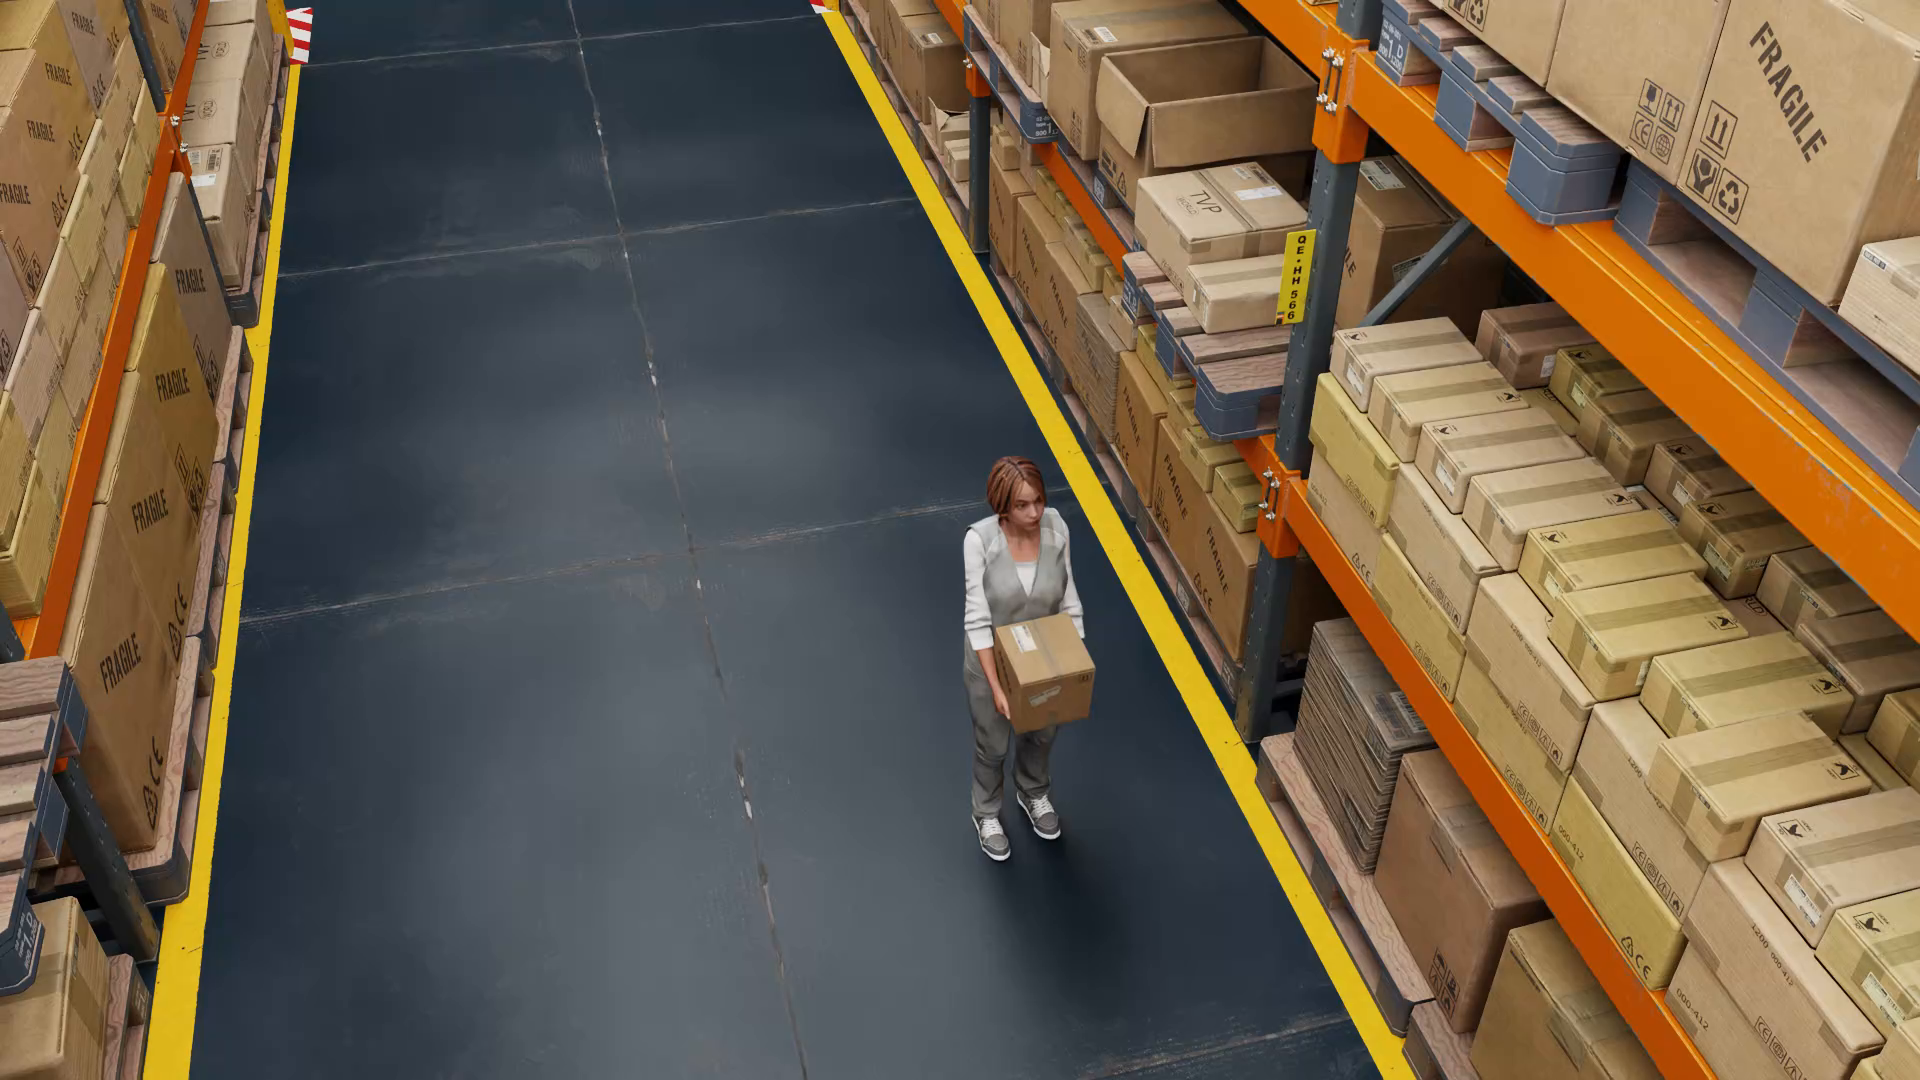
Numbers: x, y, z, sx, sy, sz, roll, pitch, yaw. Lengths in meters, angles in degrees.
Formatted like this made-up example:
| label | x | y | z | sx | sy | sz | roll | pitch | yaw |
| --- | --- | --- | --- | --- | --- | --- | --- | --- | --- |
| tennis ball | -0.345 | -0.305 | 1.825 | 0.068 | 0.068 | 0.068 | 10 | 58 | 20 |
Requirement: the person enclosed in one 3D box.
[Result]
| label | x | y | z | sx | sy | sz | roll | pitch | yaw |
| --- | --- | --- | --- | --- | --- | --- | --- | --- | --- |
| person | 0.212 | 0.456 | 5.598 | 0.404 | 1.591 | 0.492 | -12 | 40 | -14 |
